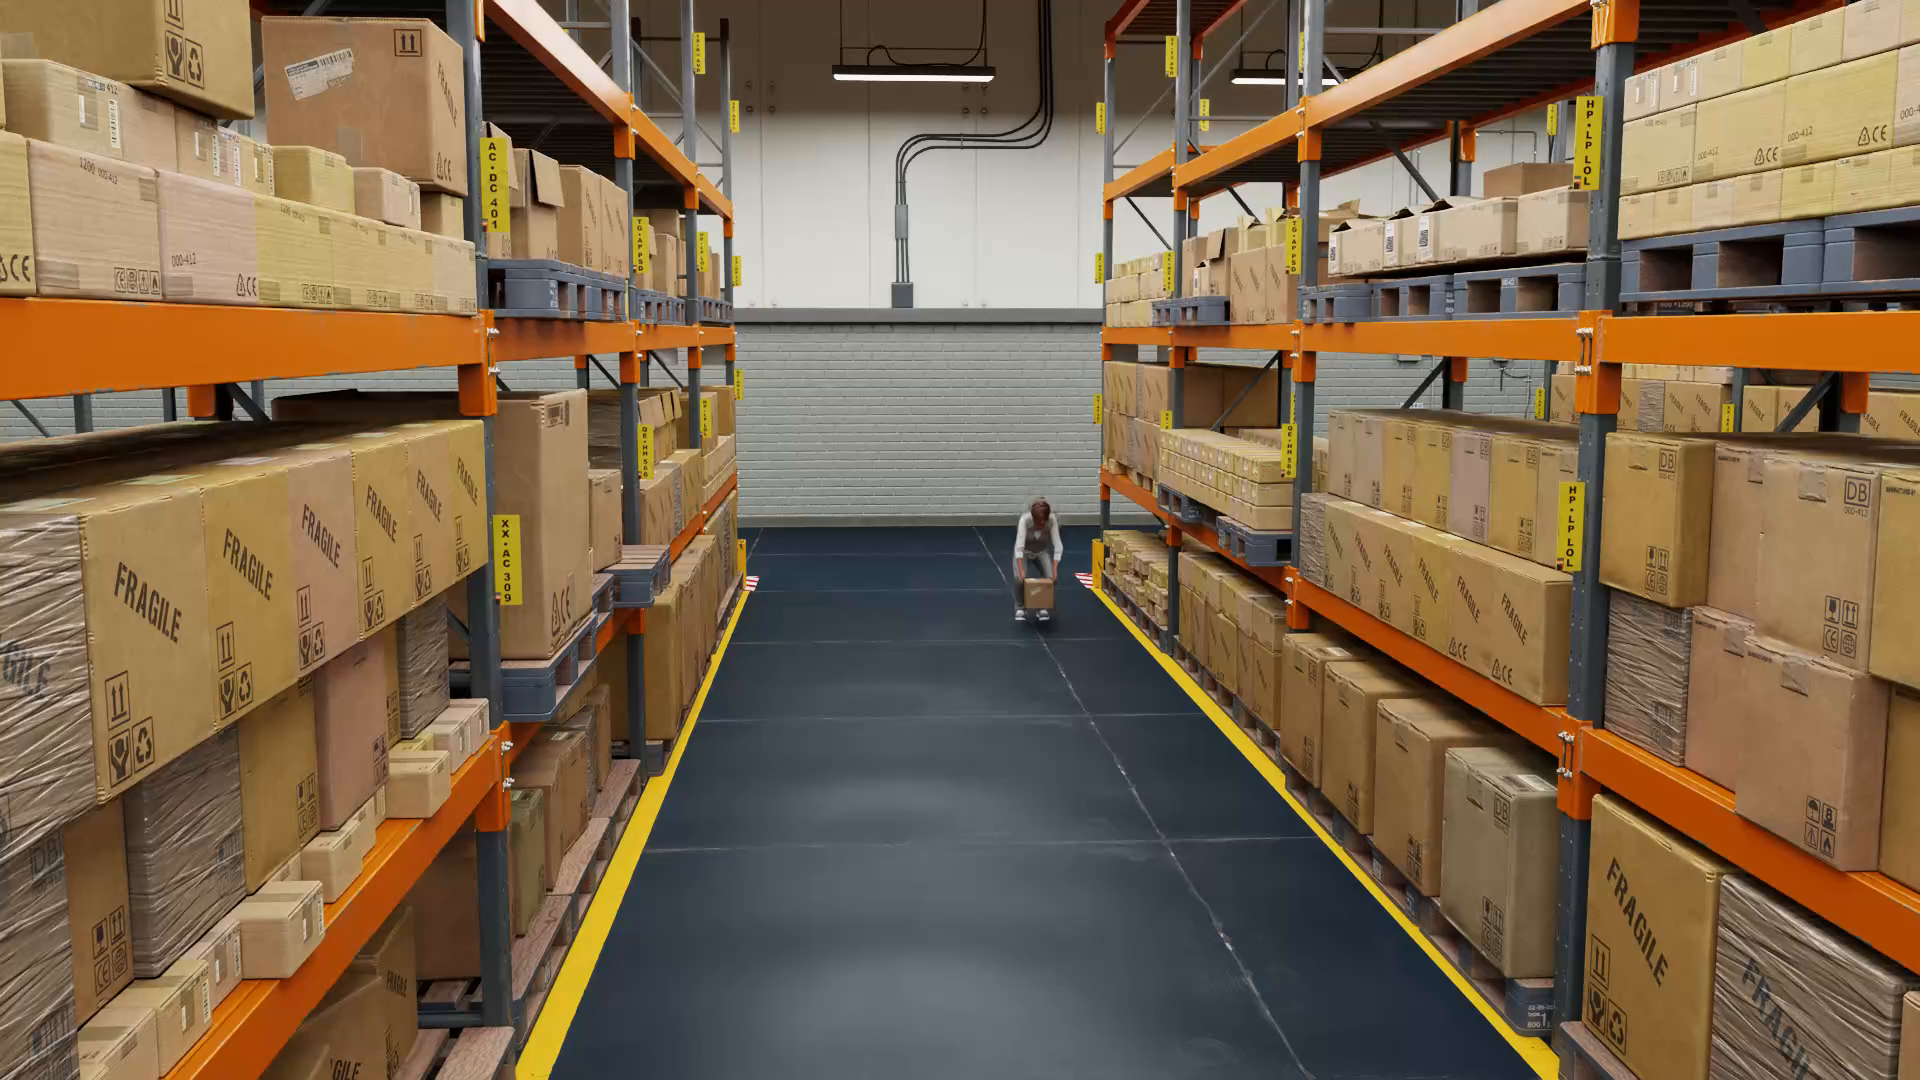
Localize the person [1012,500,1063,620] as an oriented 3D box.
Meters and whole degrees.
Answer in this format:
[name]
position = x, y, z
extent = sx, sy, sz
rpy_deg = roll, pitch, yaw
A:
[person]
position = 0.739, 0.193, 15.977
extent = 0.465, 1.175, 0.710
rpy_deg = 0, 7, -4
